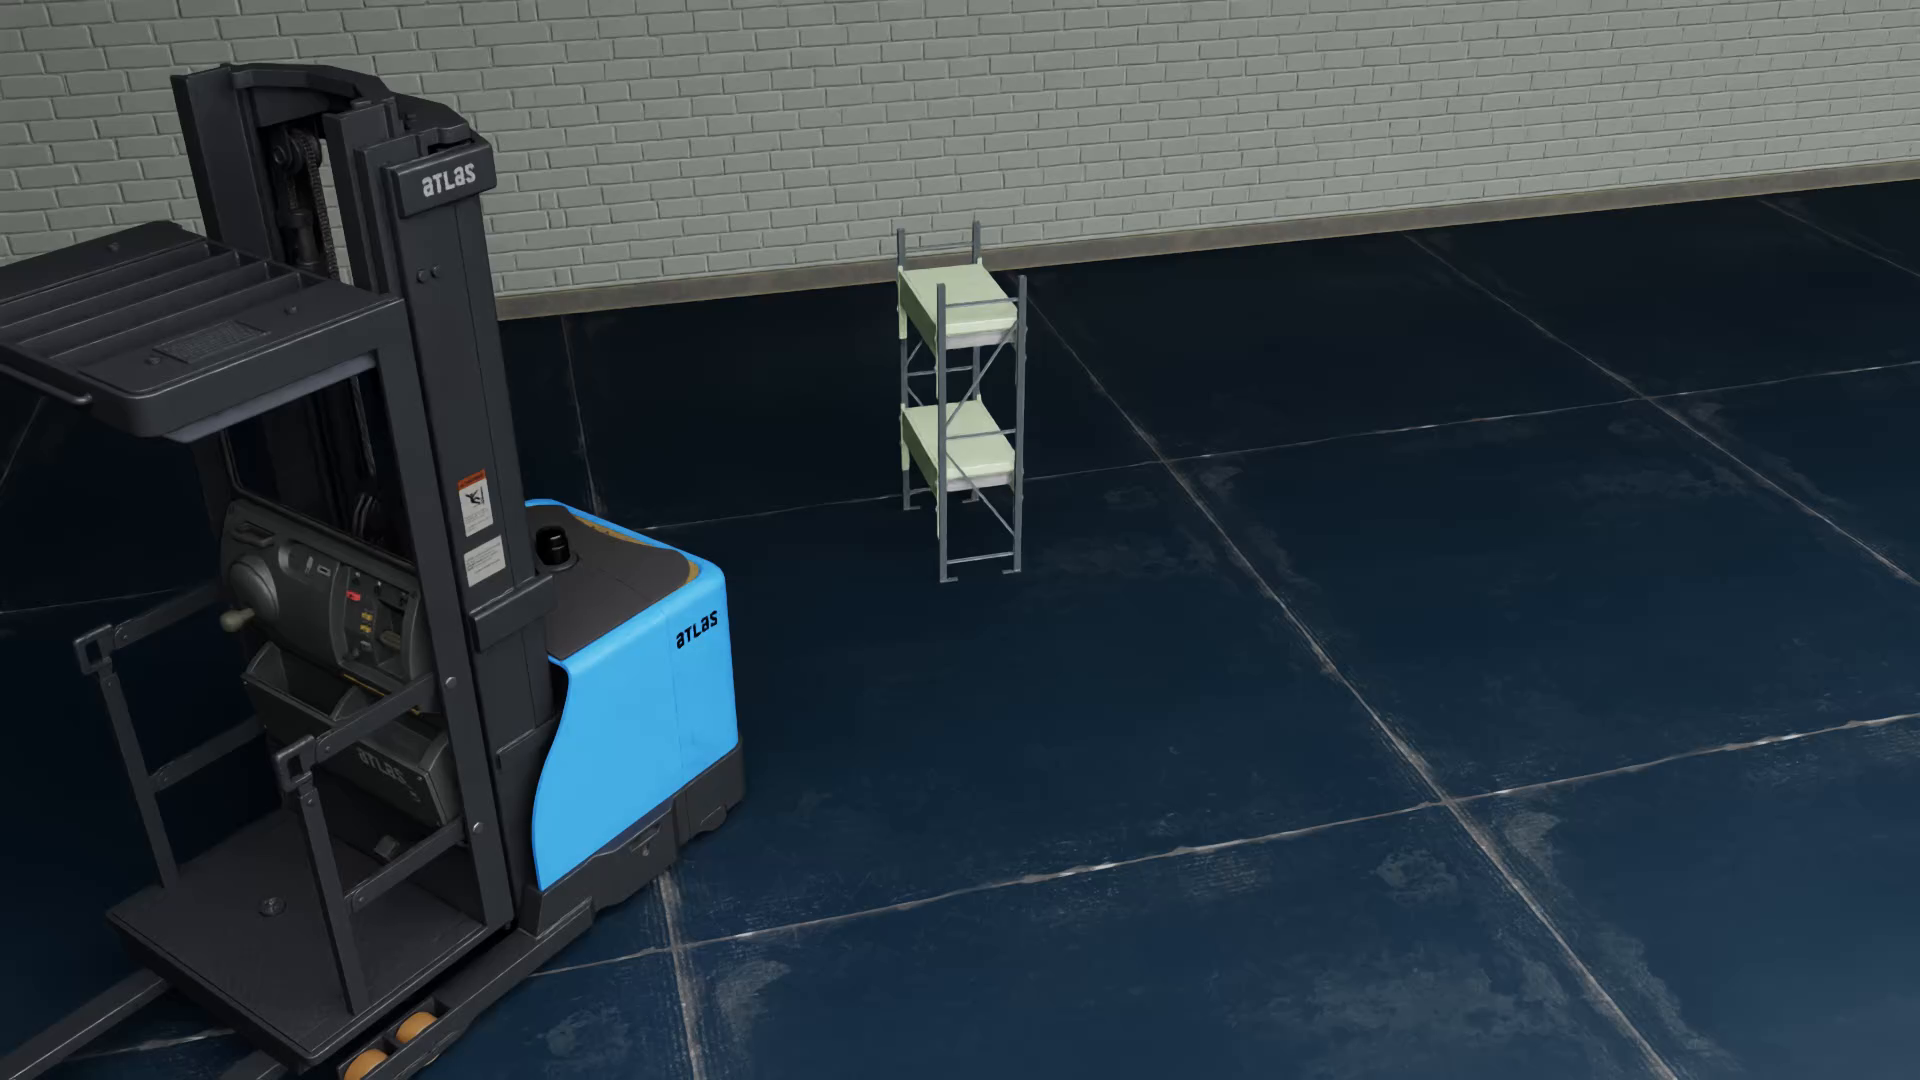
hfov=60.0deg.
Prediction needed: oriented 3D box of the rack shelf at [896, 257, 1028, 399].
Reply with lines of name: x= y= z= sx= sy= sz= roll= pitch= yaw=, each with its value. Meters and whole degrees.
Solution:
rack shelf: x=-0.002 y=-0.990 z=7.684 sx=0.431 sy=0.370 sz=0.720 roll=-8 pitch=31 yaw=-13

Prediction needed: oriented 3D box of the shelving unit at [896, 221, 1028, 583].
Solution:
shelving unit: x=-0.002 y=-0.652 z=7.880 sx=0.431 sy=1.500 sz=0.755 roll=-8 pitch=31 yaw=-13

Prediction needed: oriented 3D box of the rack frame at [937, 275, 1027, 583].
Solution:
rack frame: x=0.095 y=-0.476 z=7.574 sx=0.400 sy=1.500 sz=0.023 roll=-8 pitch=31 yaw=-13

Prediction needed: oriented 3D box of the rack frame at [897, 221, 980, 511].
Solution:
rack frame: x=-0.099 y=-0.829 z=8.185 sx=0.400 sy=1.500 sz=0.023 roll=-8 pitch=31 yaw=-13

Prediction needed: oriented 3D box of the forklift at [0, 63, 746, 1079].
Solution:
forklift: x=-2.083 y=0.221 z=4.942 sx=1.130 sy=2.935 sz=3.031 roll=19 pitch=35 yaw=30

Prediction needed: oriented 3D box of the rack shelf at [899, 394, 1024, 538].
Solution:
rack shelf: x=-0.002 y=-0.370 z=8.043 sx=0.431 sy=0.370 sz=0.720 roll=-8 pitch=31 yaw=-13
